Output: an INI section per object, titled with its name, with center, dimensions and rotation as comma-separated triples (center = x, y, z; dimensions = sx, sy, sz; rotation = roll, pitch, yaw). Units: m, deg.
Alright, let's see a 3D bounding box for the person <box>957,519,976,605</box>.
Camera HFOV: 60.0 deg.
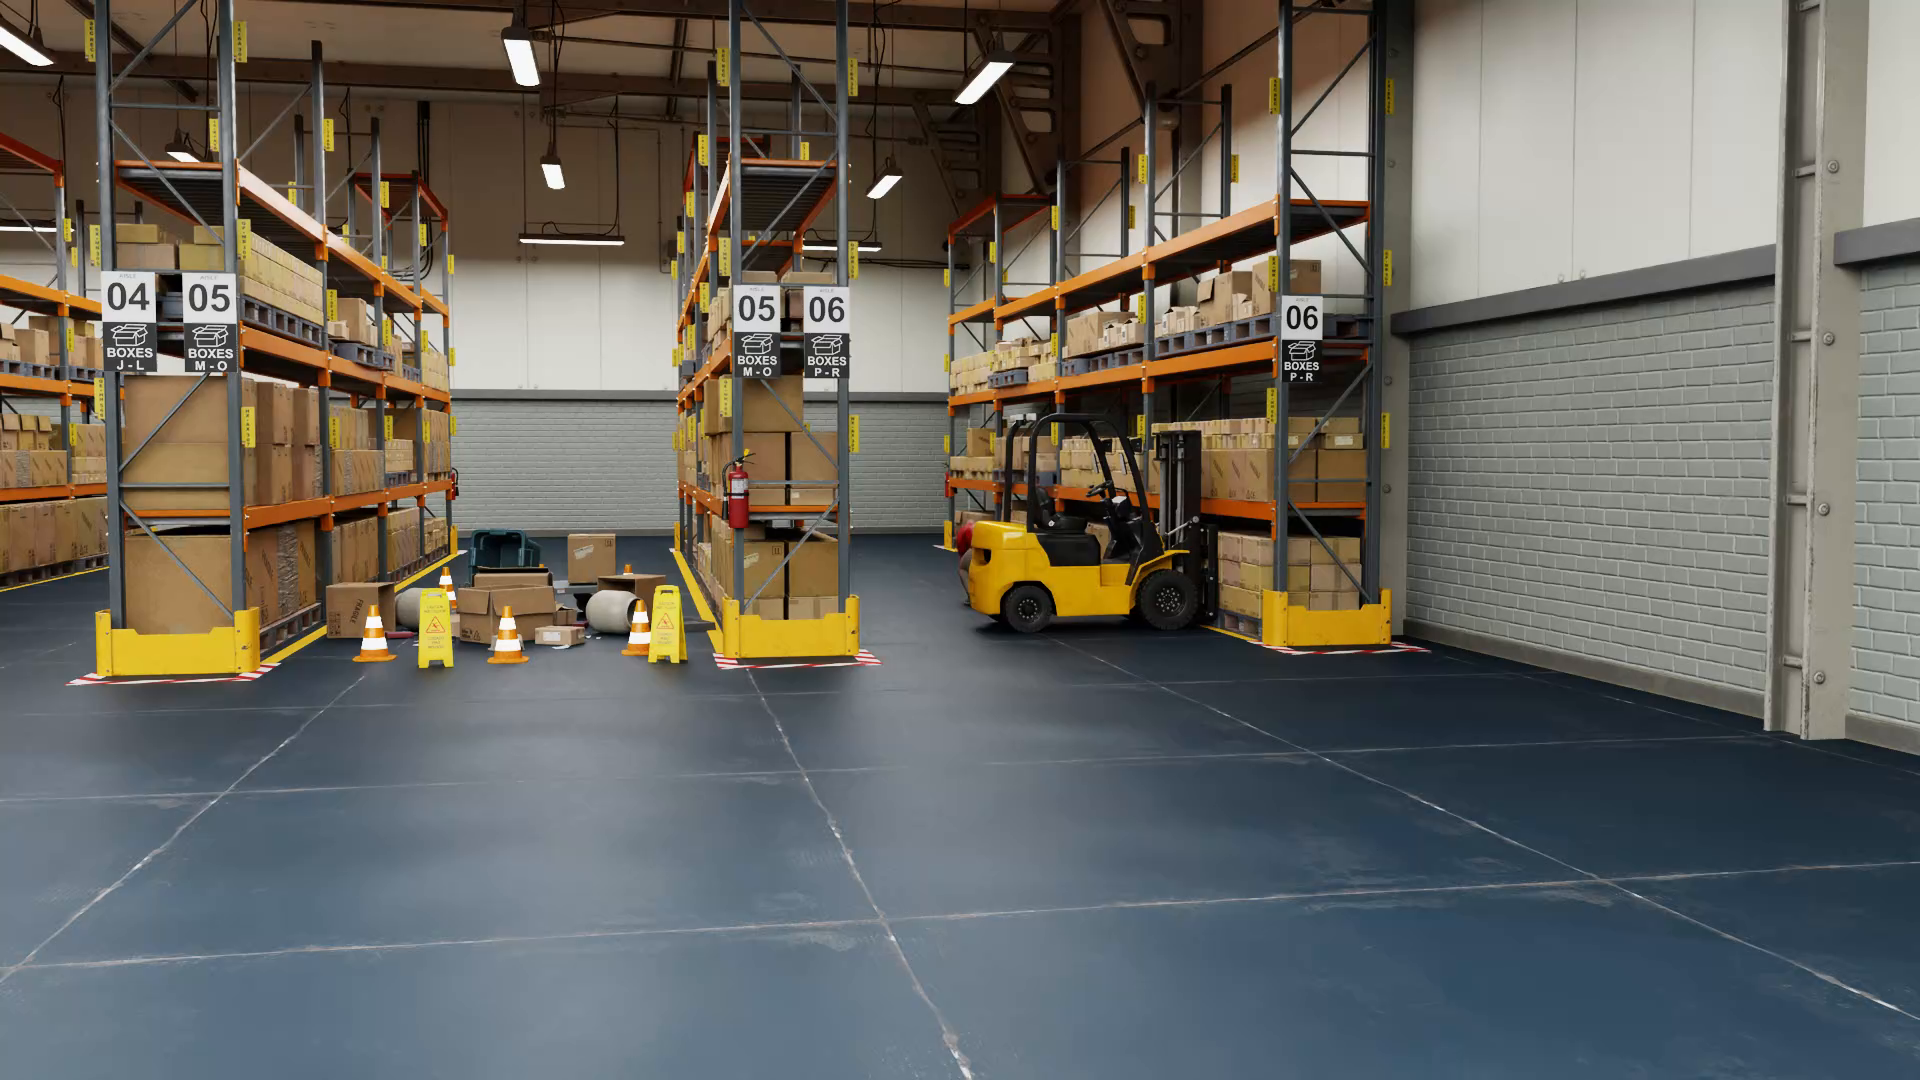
[person]
center = 0.236, 0.262, 19.458
dimensions = 0.536, 0.981, 0.930
rotation = -1, 3, -14
